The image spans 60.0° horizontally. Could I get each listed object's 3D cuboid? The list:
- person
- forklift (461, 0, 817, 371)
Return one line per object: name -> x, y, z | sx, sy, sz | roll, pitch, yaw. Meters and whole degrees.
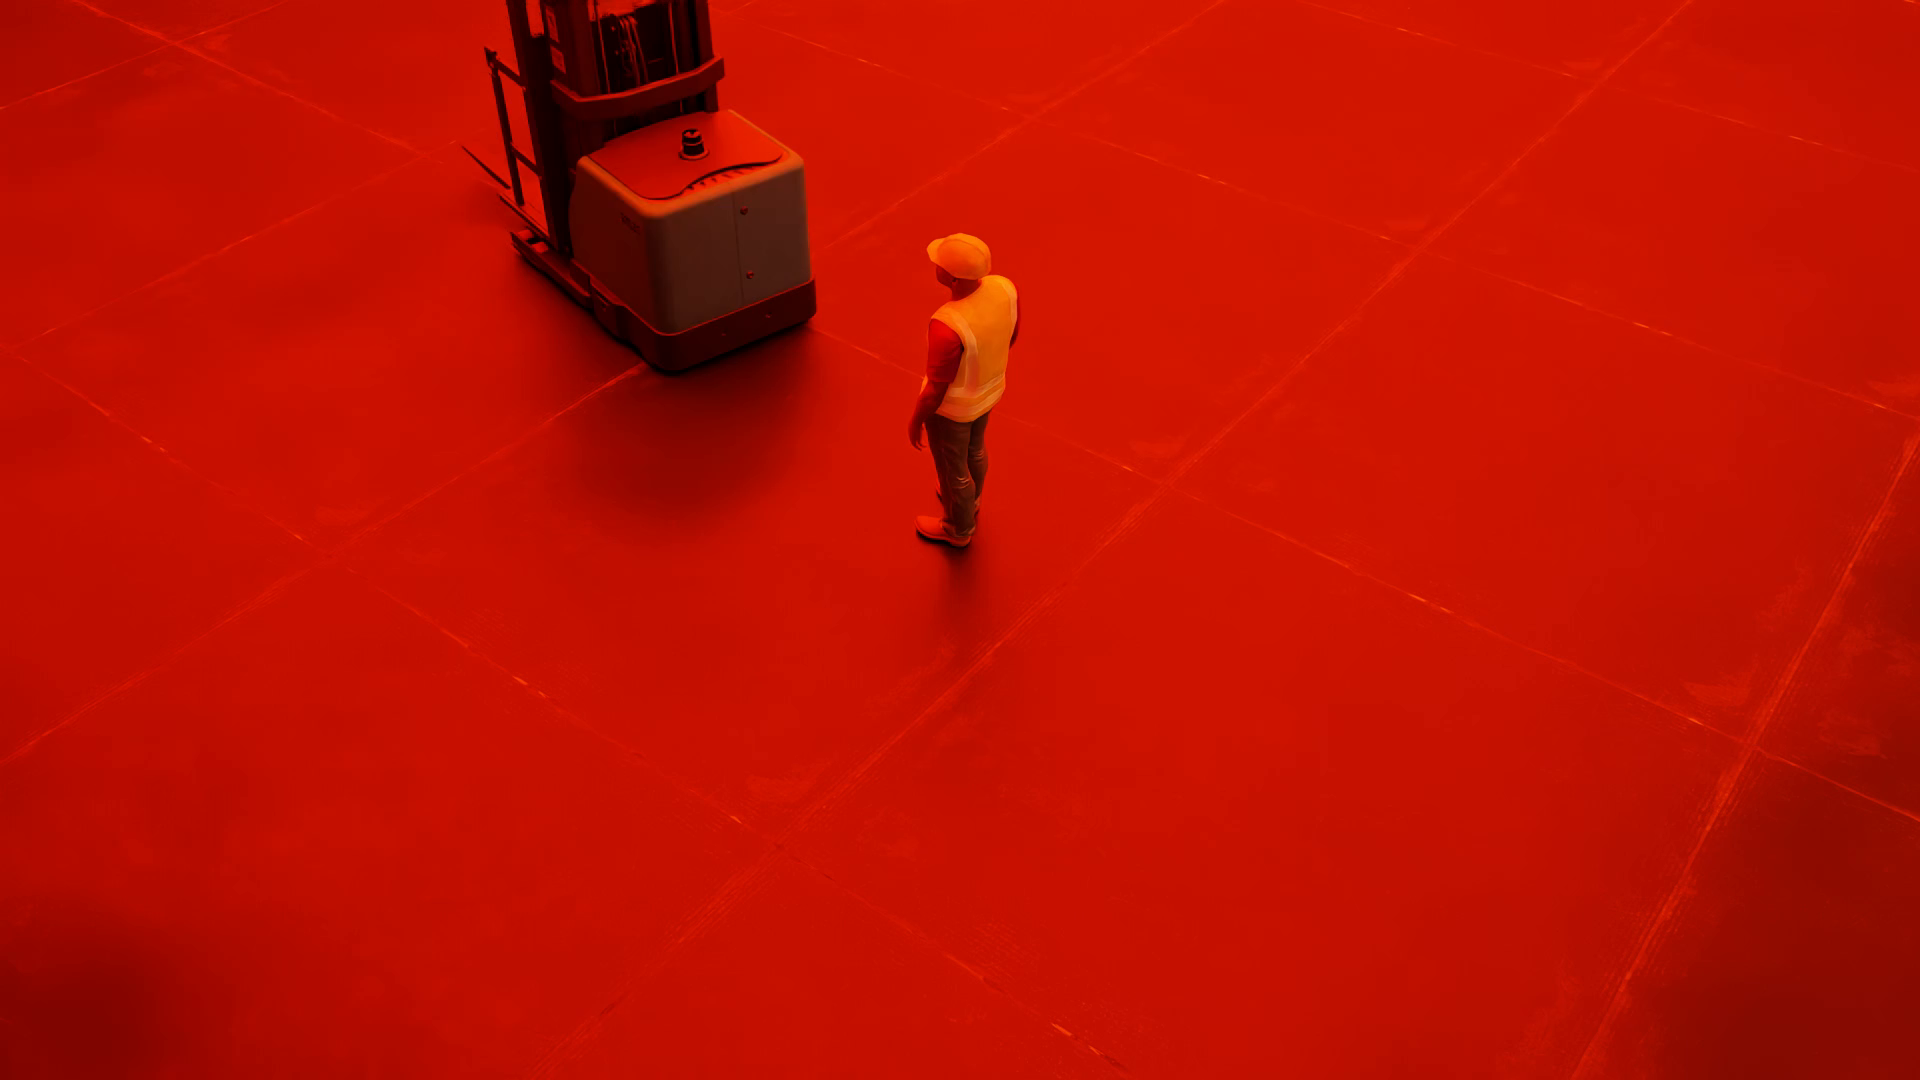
person -> -0.051, -0.706, 7.794 | 0.577, 1.759, 0.664 | 26, 47, 28
forklift -> -2.144, -2.966, 9.552 | 1.130, 2.935, 3.031 | -27, 47, -28
